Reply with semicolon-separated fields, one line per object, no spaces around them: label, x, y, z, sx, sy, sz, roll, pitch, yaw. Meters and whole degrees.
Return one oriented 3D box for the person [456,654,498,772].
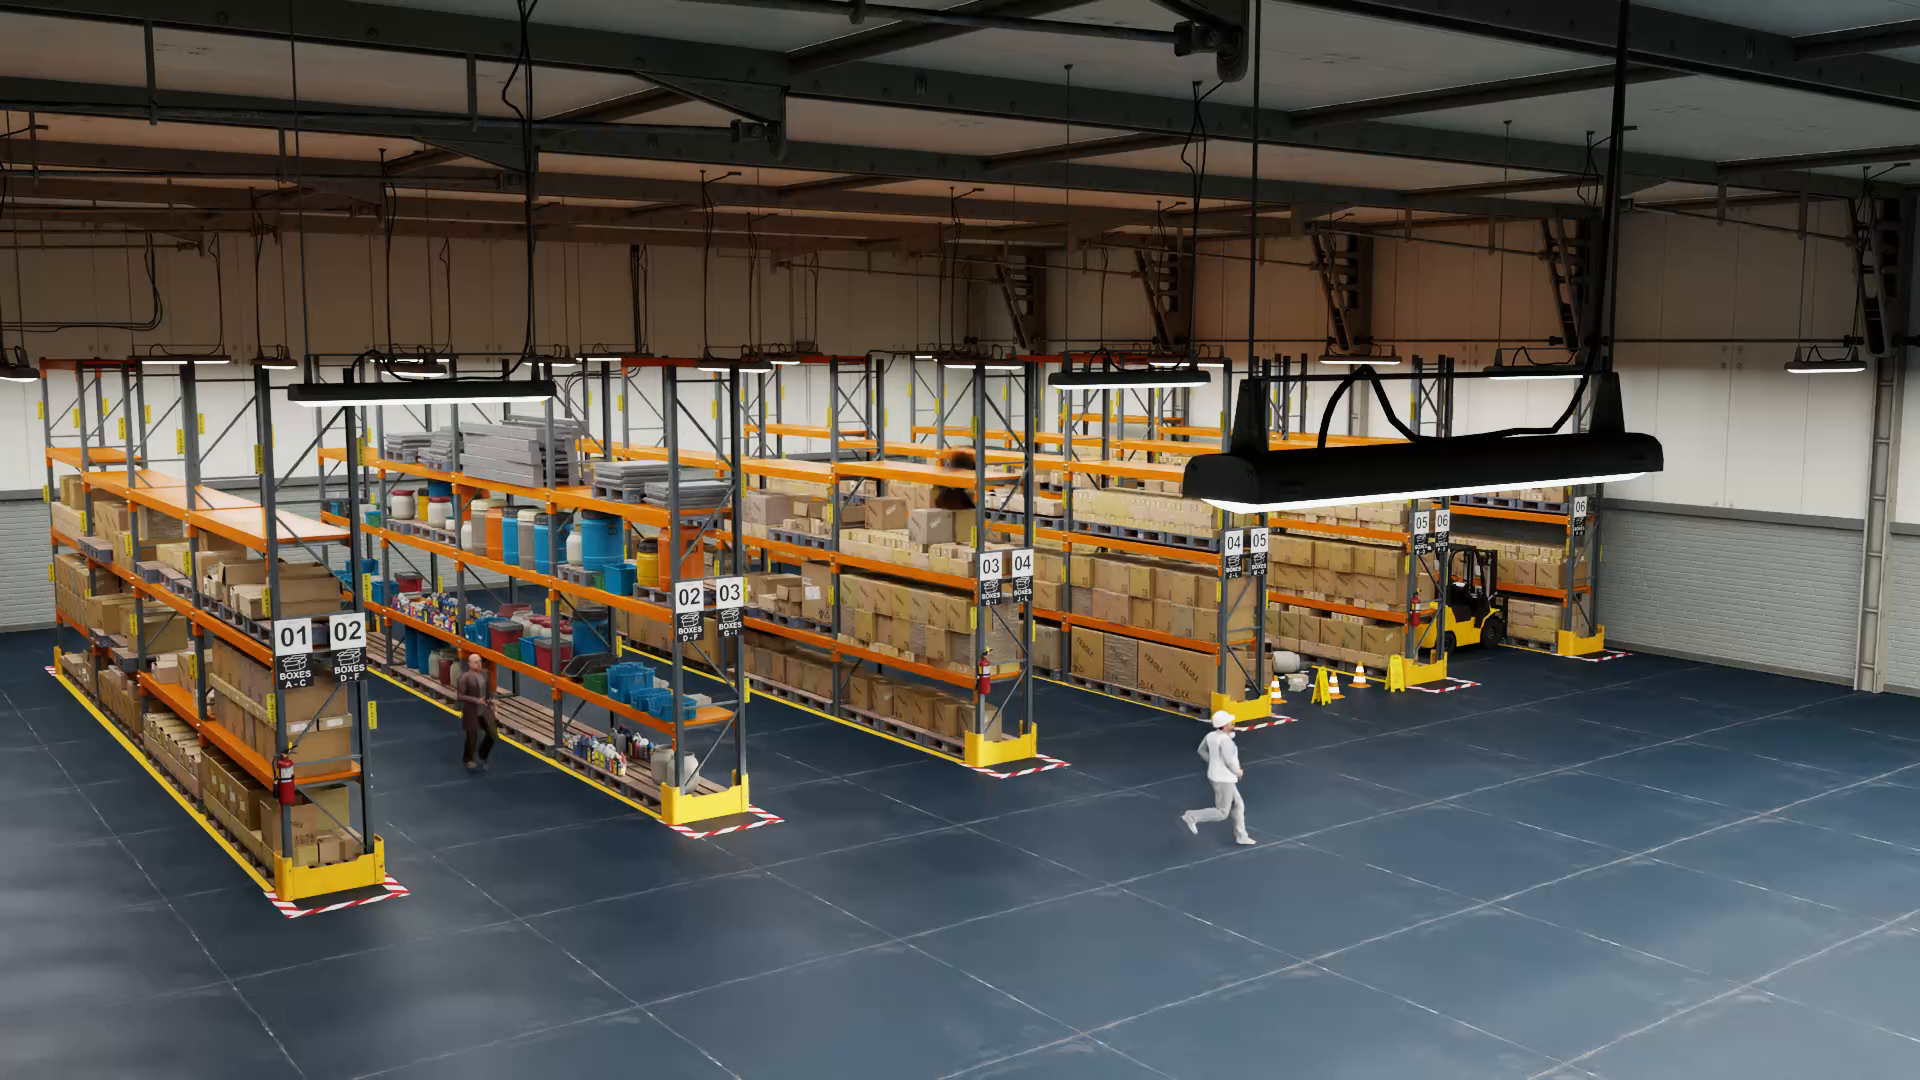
person;-7.060;2.538;24.362;0.672;1.771;0.837;-7;10;-44

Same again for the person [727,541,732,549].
person;-5.271;0.848;38.297;0.662;1.726;0.964;-4;8;-32

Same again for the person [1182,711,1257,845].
person;3.255;3.000;20.781;1.032;1.762;0.639;-1;7;-8
